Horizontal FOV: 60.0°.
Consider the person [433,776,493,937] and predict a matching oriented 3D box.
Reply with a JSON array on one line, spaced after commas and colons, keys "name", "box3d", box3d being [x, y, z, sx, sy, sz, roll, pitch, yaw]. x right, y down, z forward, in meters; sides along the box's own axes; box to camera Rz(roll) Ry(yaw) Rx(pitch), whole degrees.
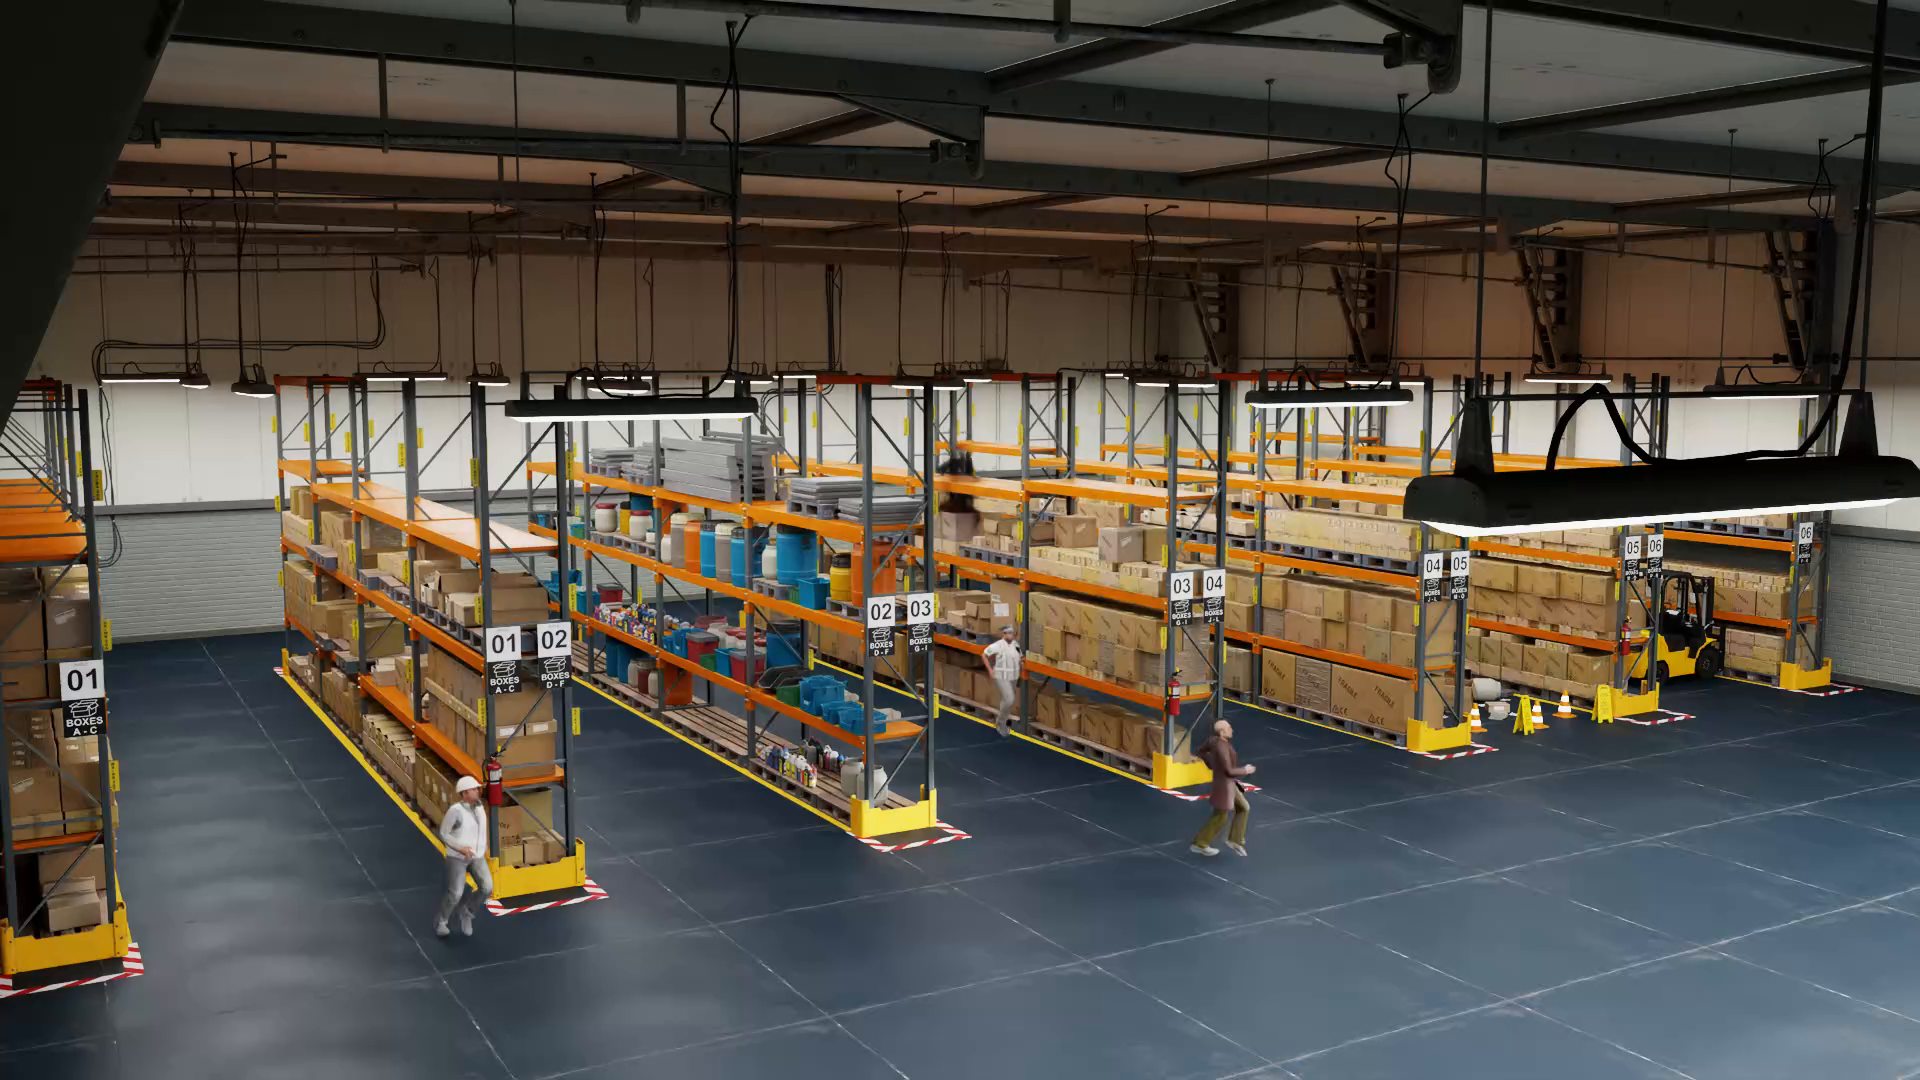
[{"name": "person", "box3d": [-5.408, 3.474, 18.323, 0.637, 1.746, 0.714, 4, 7, 33]}]

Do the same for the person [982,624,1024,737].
[{"name": "person", "box3d": [0.785, 2.259, 26.785, 0.652, 1.841, 0.653, -6, 8, -42]}]

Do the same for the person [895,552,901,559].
[{"name": "person", "box3d": [-1.621, 1.067, 40.905, 0.757, 1.594, 0.609, -6, 9, -43]}]

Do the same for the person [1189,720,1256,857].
[{"name": "person", "box3d": [3.328, 3.177, 21.088, 0.826, 1.809, 0.723, 0, 6, 3]}]
